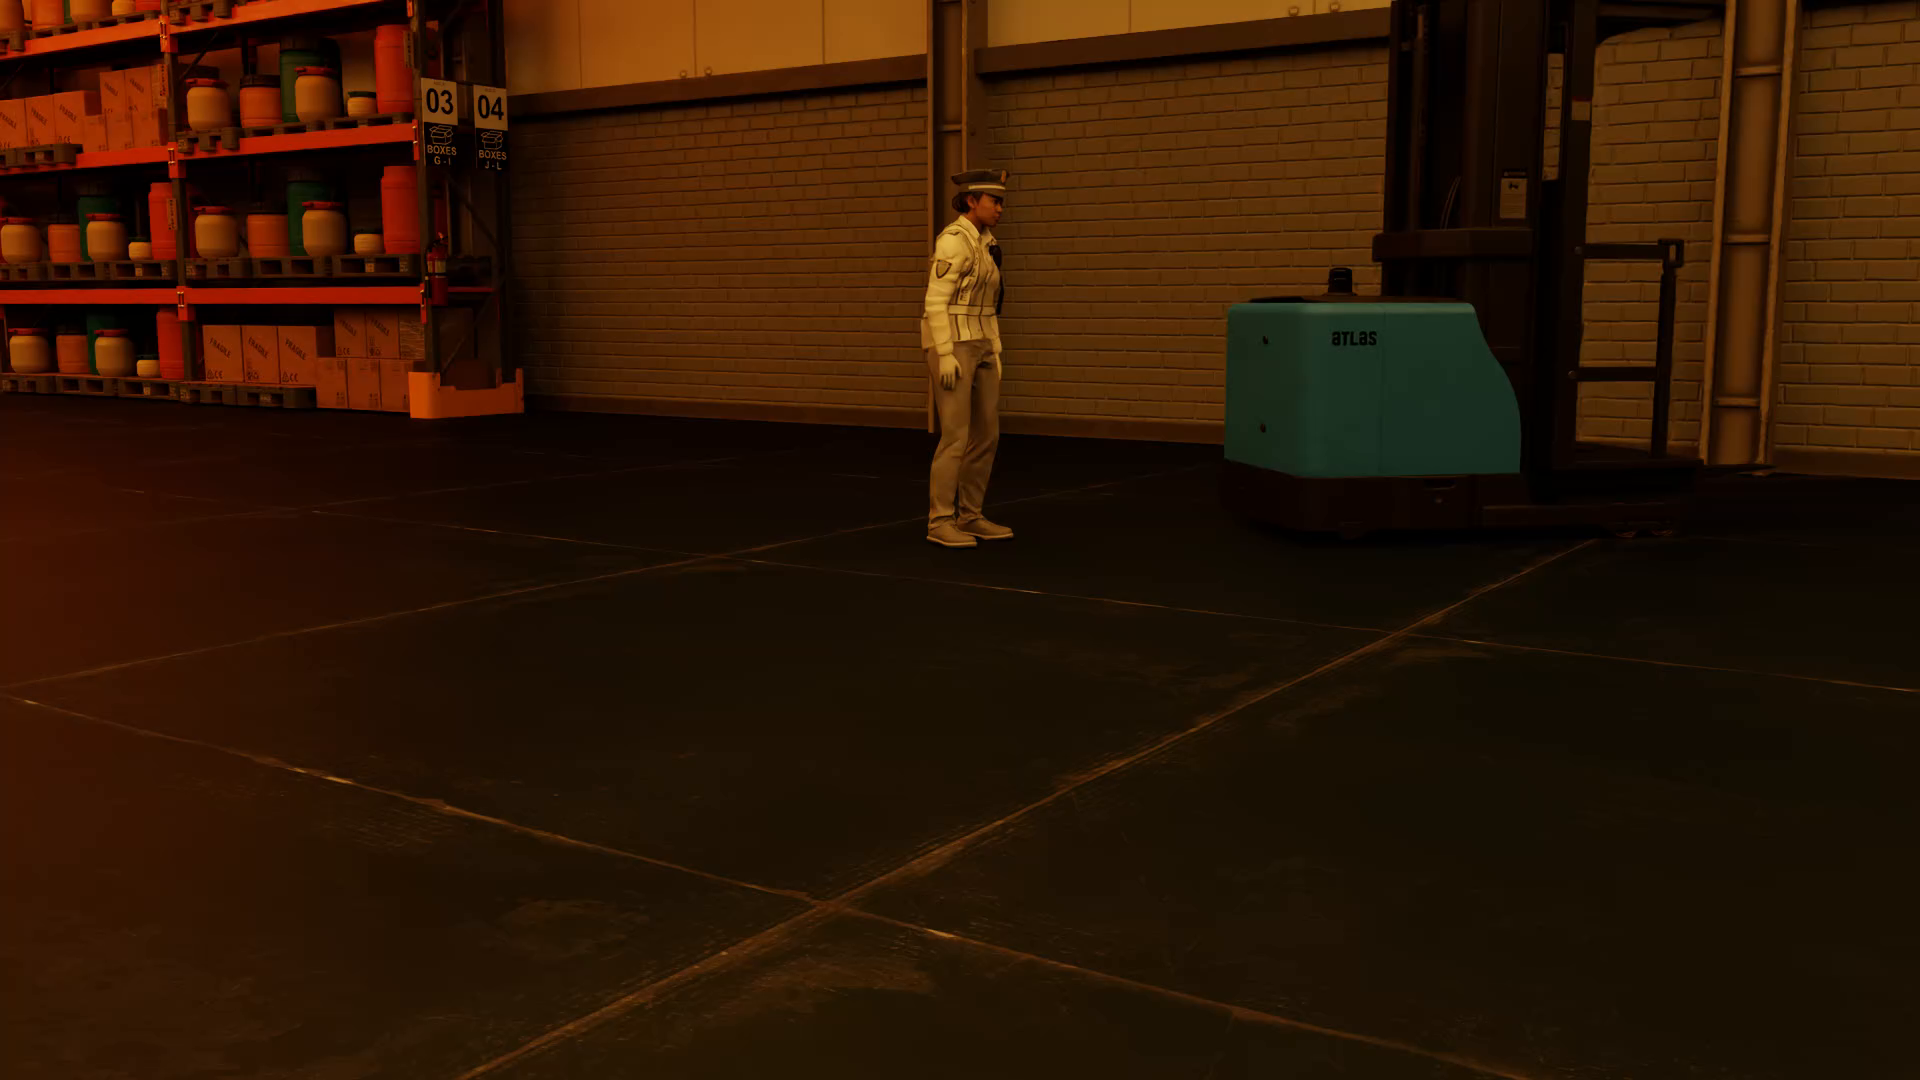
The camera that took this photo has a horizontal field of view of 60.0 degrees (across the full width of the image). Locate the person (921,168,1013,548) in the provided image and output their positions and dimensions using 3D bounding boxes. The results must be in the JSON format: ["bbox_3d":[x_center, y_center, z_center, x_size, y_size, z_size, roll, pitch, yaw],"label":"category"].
[{"bbox_3d":[0.033,-0.821,7.484,0.373,1.661,0.542,5,9,30],"label":"person"}]

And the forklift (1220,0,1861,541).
[{"bbox_3d":[2.864,-1.531,7.958,3.031,2.935,1.130,-2,8,-13],"label":"forklift"}]
